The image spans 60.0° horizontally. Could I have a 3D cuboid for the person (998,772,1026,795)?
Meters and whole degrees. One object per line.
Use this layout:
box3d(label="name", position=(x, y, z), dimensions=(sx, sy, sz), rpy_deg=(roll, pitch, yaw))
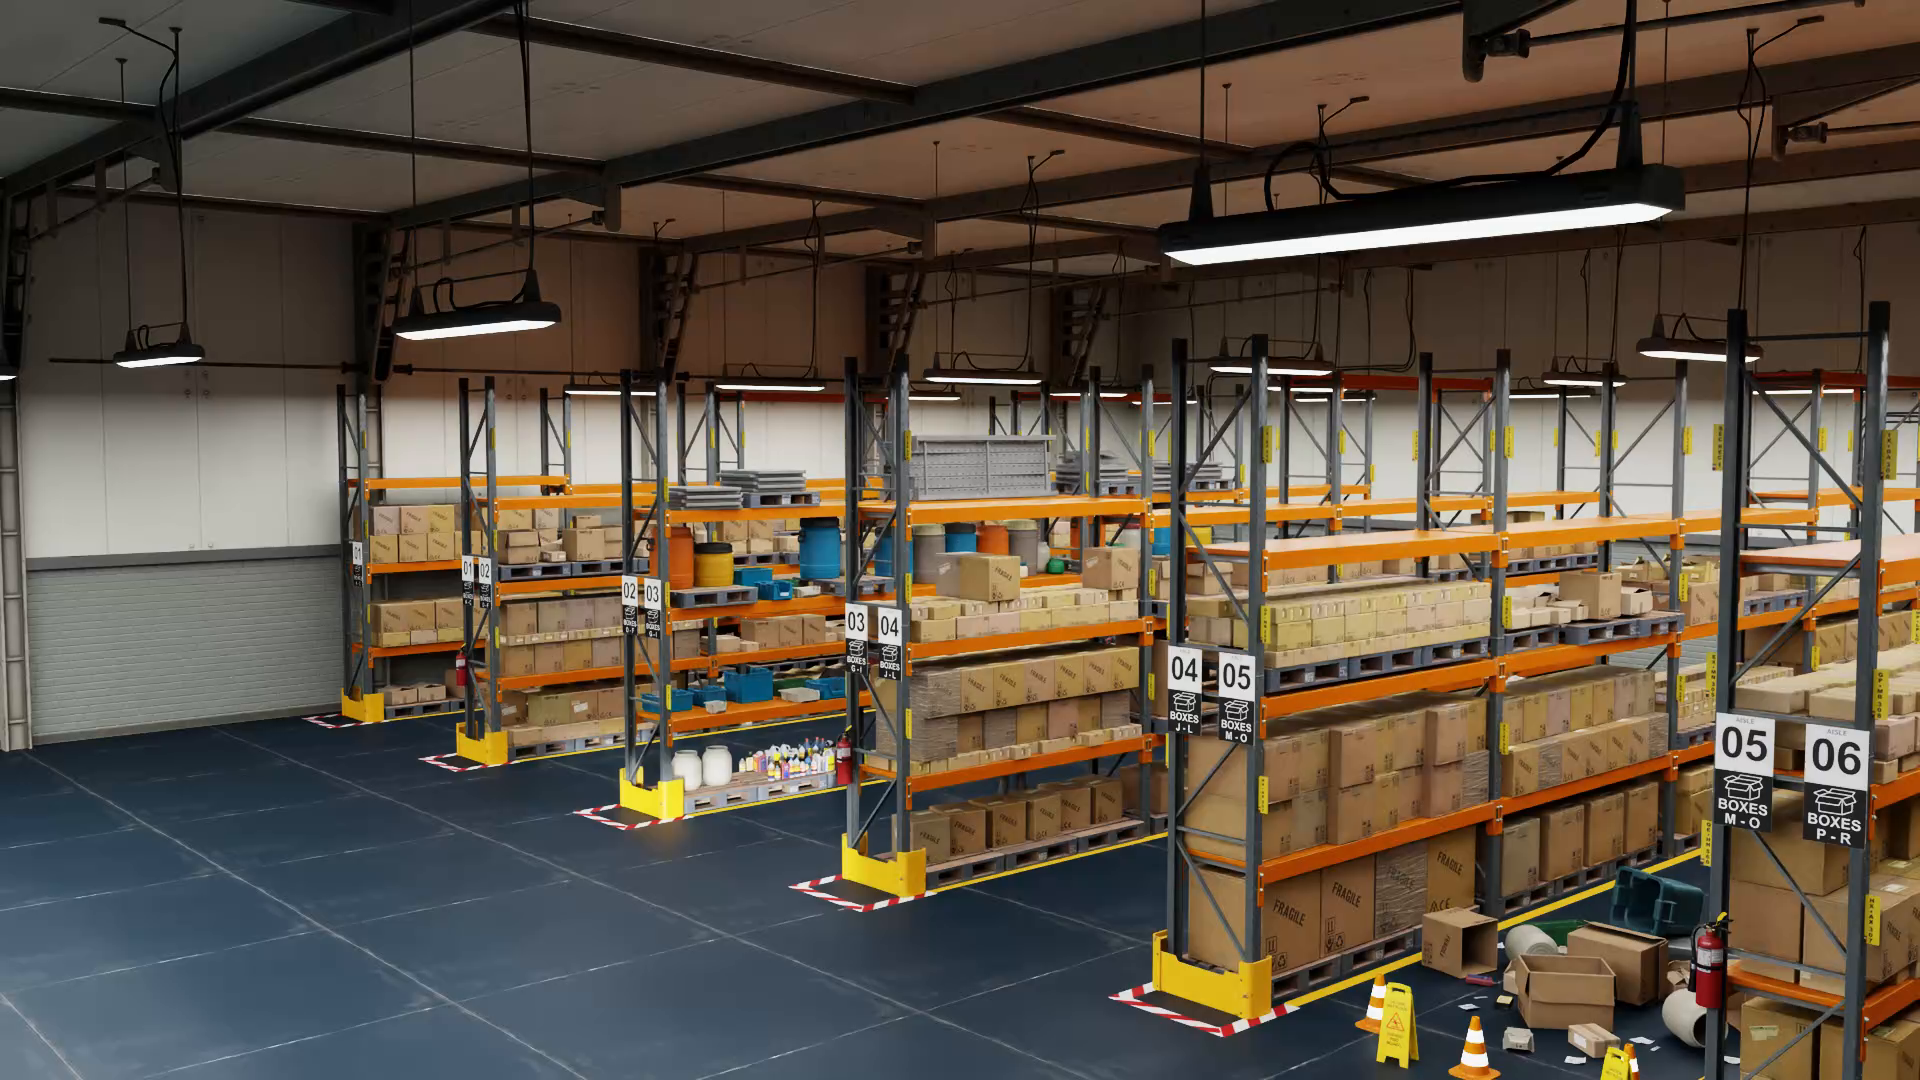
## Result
box3d(label="person", position=(0.673, 2.900, 22.325), dimensions=(0.499, 1.718, 0.599), rpy_deg=(1, 4, 12))

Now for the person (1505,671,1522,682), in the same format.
box3d(label="person", position=(8.097, 2.701, 24.524), dimensions=(0.469, 1.685, 0.709), rpy_deg=(1, 4, 21))
